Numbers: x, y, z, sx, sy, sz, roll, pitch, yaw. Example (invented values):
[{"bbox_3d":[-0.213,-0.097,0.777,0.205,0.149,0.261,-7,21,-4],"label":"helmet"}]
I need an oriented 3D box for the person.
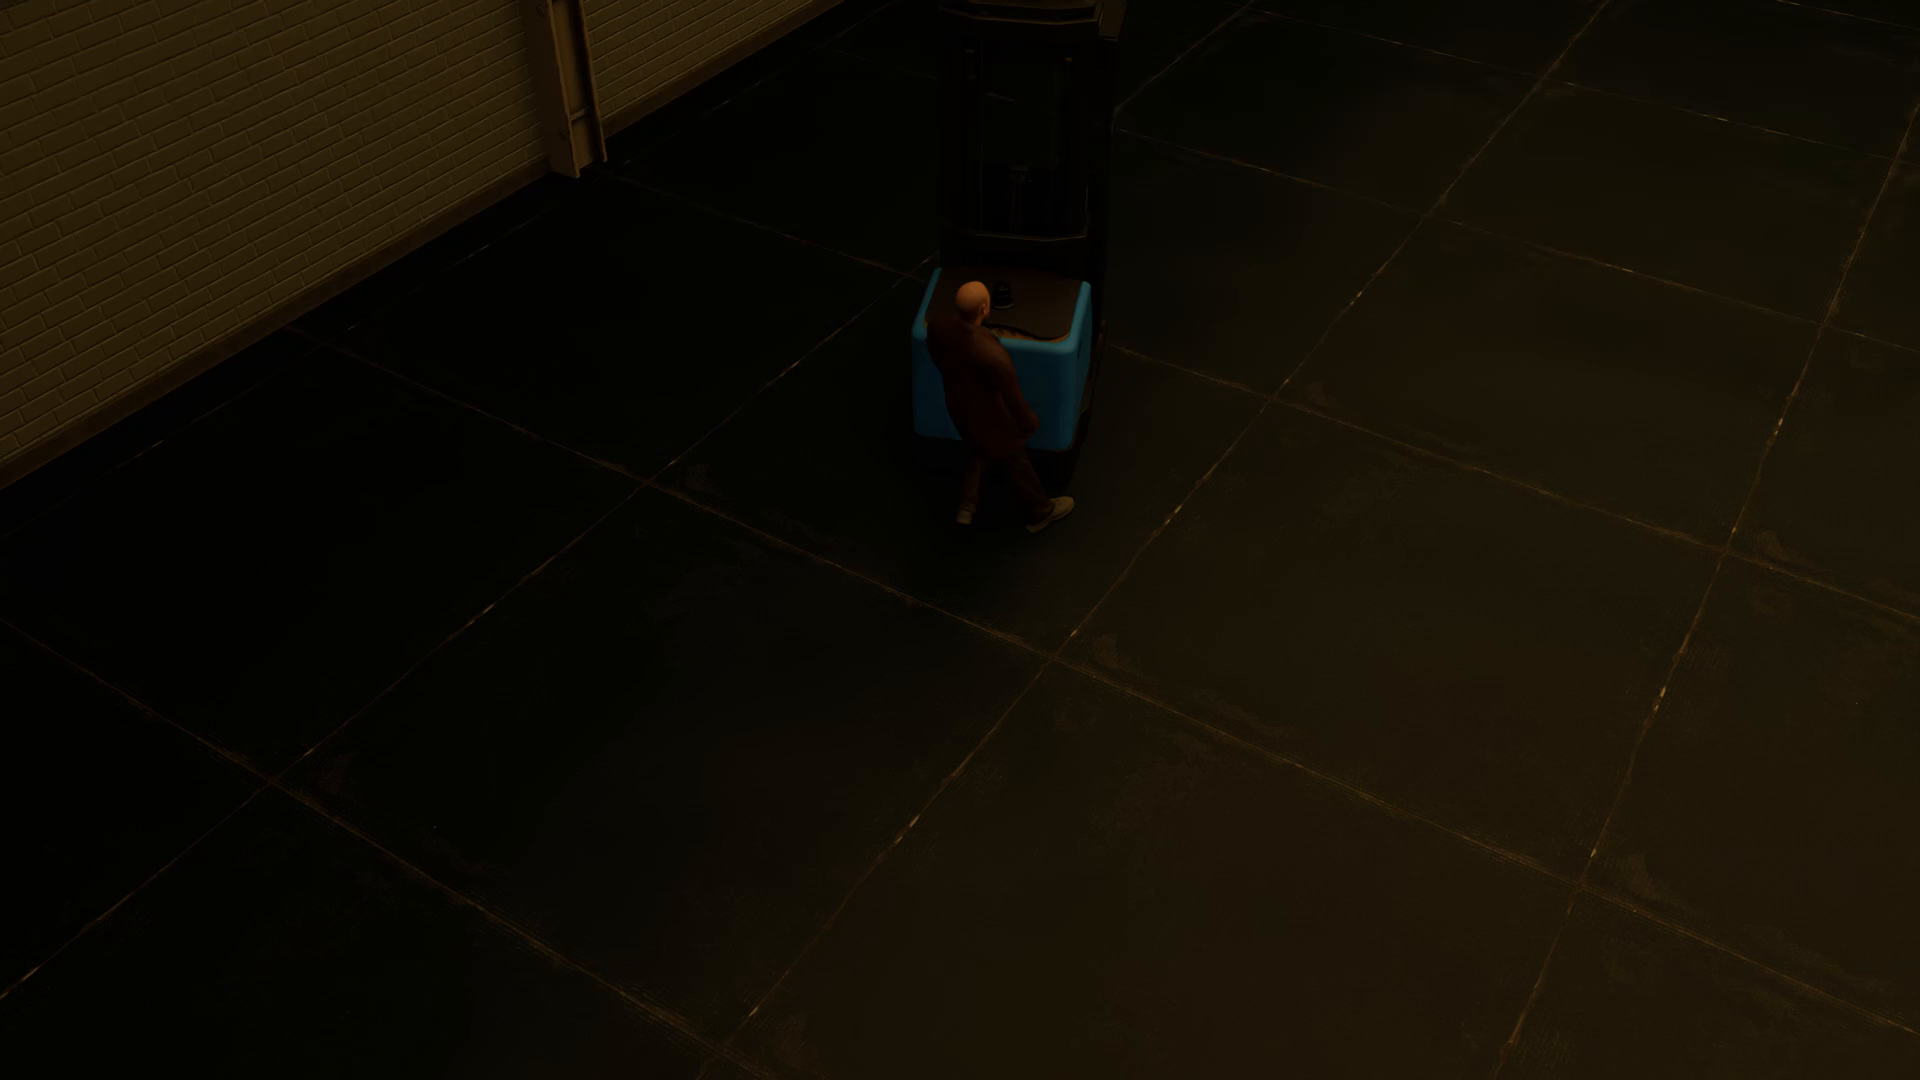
[{"bbox_3d":[0.238,-0.845,9.906,0.757,1.723,0.763,-28,48,-29],"label":"person"}]

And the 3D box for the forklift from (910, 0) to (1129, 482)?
[{"bbox_3d":[0.456,-2.445,10.852,1.130,2.935,3.031,7,41,8],"label":"forklift"}]
